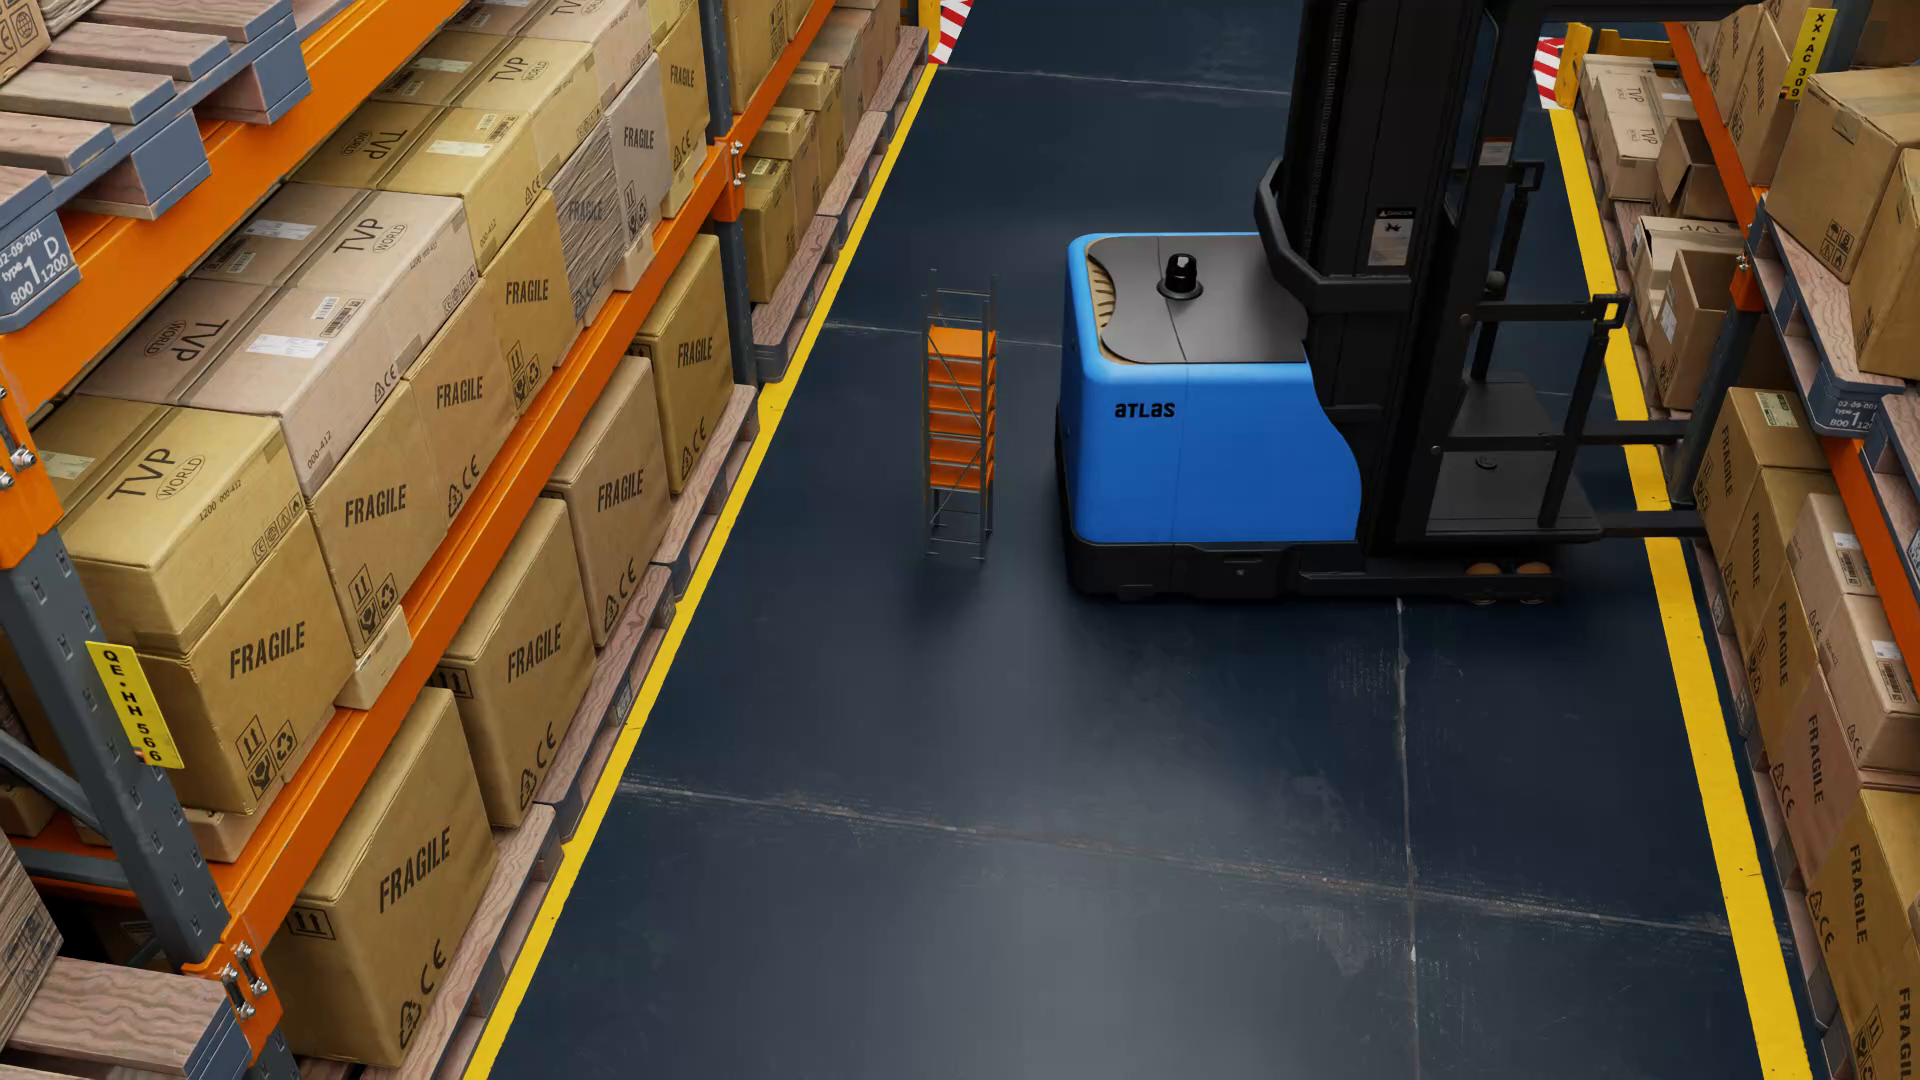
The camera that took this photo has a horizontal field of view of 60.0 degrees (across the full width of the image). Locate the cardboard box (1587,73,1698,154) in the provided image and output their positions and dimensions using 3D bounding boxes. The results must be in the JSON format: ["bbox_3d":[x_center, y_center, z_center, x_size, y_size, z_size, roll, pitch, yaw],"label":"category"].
[{"bbox_3d":[3.697,-2.283,8.970,0.500,0.250,0.500,6,40,8],"label":"cardboard box"}]

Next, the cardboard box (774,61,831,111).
[{"bbox_3d":[-0.855,-2.260,8.252,0.380,0.149,0.250,5,40,6],"label":"cardboard box"}]

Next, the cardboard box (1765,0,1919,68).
[{"bbox_3d":[3.297,-2.057,6.020,0.500,0.500,0.500,7,40,8],"label":"cardboard box"}]

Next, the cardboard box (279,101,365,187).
[{"bbox_3d":[-2.011,-1.049,4.749,0.500,0.250,0.500,6,40,7],"label":"cardboard box"}]

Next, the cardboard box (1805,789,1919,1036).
[{"bbox_3d":[2.793,1.080,4.707,0.500,0.500,0.500,5,40,6],"label":"cardboard box"}]

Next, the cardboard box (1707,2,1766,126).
[{"bbox_3d":[3.386,-1.991,6.726,0.500,0.500,0.500,7,40,9],"label":"cardboard box"}]

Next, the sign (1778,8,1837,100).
[{"bbox_3d":[2.929,-1.676,5.743,0.100,0.325,0.005,6,40,8],"label":"sign"}]

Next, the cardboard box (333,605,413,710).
[{"bbox_3d":[-1.640,0.273,4.247,0.380,0.149,0.250,8,40,9],"label":"cardboard box"}]

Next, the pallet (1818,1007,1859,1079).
[{"bbox_3d":[2.939,1.834,4.366,1.003,0.211,1.213,6,40,8],"label":"pallet"}]

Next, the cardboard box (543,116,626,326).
[{"bbox_3d":[-1.420,-1.039,5.325,0.500,0.500,0.500,6,40,8],"label":"cardboard box"}]

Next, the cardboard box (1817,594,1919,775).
[{"bbox_3d":[2.882,0.437,4.895,0.500,0.250,0.500,6,40,7],"label":"cardboard box"}]

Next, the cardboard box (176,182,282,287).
[{"bbox_3d":[-2.099,-0.730,4.363,0.500,0.250,0.500,5,40,7],"label":"cardboard box"}]

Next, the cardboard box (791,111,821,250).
[{"bbox_3d":[-1.094,-1.802,8.208,0.700,0.500,0.500,6,40,7],"label":"cardboard box"}]

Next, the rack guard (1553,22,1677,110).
[{"bbox_3d":[4.144,-2.786,9.728,1.175,0.500,0.348,6,40,8],"label":"rack guard"}]

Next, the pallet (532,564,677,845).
[{"bbox_3d":[-1.683,0.504,5.974,1.003,0.211,1.213,6,40,8],"label":"pallet"}]

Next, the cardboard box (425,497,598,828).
[{"bbox_3d":[-1.693,0.350,5.330,0.750,0.750,0.750,6,40,7],"label":"cardboard box"}]

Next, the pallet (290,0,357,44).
[{"bbox_3d":[-1.857,-1.516,4.023,1.003,0.211,1.213,8,40,10],"label":"pallet"}]

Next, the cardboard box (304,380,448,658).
[{"bbox_3d":[-1.671,-0.086,4.172,0.500,0.500,0.500,8,40,9],"label":"cardboard box"}]

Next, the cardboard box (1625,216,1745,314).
[{"bbox_3d":[3.414,-1.280,7.709,0.500,0.311,0.500,6,40,8],"label":"cardboard box"}]

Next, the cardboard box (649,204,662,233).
[{"bbox_3d":[-1.304,-1.180,6.004,0.380,0.149,0.250,8,40,9],"label":"cardboard box"}]

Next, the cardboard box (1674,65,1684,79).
[{"bbox_3d":[4.305,-2.635,9.200,0.500,0.500,0.500,6,40,8],"label":"cardboard box"}]

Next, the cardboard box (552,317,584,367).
[{"bbox_3d":[-1.458,-0.706,5.431,0.380,0.149,0.250,5,40,6],"label":"cardboard box"}]

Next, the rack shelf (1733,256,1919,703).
[{"bbox_3d":[3.119,0.246,4.664,1.077,0.370,4.000,6,40,8],"label":"rack shelf"}]

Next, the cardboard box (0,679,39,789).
[{"bbox_3d":[-2.285,0.193,3.835,0.500,0.500,0.500,7,40,8],"label":"cardboard box"}]

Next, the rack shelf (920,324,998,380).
[{"bbox_3d":[-0.002,-0.697,6.156,0.258,0.103,0.180,6,40,8],"label":"rack shelf"}]

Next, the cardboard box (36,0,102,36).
[{"bbox_3d":[-2.040,-1.334,3.231,0.700,0.500,0.500,4,40,5],"label":"cardboard box"}]

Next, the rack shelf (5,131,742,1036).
[{"bbox_3d":[-1.761,-0.298,5.321,1.077,0.370,4.000,6,40,8],"label":"rack shelf"}]

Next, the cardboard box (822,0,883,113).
[{"bbox_3d":[-0.832,-2.775,9.385,0.700,0.500,0.500,6,40,8],"label":"cardboard box"}]

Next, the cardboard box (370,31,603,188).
[{"bbox_3d":[-1.430,-1.319,5.076,0.500,0.250,0.500,7,40,9],"label":"cardboard box"}]

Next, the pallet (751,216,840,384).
[{"bbox_3d":[-1.206,-1.225,8.066,1.003,0.211,1.213,6,40,8],"label":"pallet"}]

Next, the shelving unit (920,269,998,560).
[{"bbox_3d":[-0.002,-0.453,6.357,0.258,1.200,0.189,6,40,8],"label":"shelving unit"}]

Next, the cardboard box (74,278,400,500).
[{"bbox_3d":[-1.682,-0.364,3.920,0.500,0.250,0.500,6,40,7],"label":"cardboard box"}]

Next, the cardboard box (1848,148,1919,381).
[{"bbox_3d":[3.106,-0.776,4.927,0.700,0.500,0.500,12,41,15],"label":"cardboard box"}]

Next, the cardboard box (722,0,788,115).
[{"bbox_3d":[-1.305,-2.285,6.924,0.980,0.700,0.700,7,40,8],"label":"cardboard box"}]

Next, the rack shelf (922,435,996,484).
[{"bbox_3d":[-0.002,-0.327,6.461,0.258,0.103,0.180,6,40,8],"label":"rack shelf"}]

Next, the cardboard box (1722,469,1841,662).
[{"bbox_3d":[3.060,0.120,5.868,0.500,0.500,0.500,7,40,8],"label":"cardboard box"}]

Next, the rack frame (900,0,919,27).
[{"bbox_3d":[-0.723,-4.341,9.647,1.000,3.000,0.127,6,40,8],"label":"rack frame"}]

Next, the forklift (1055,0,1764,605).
[{"bbox_3d":[1.927,-1.218,5.923,3.031,2.935,1.130,-1,40,-1],"label":"forklift"}]

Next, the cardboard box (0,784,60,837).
[{"bbox_3d":[-2.303,0.536,3.929,0.380,0.149,0.250,7,40,8],"label":"cardboard box"}]

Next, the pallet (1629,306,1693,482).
[{"bbox_3d":[3.584,-0.643,7.362,1.003,0.211,1.213,6,40,8],"label":"pallet"}]
